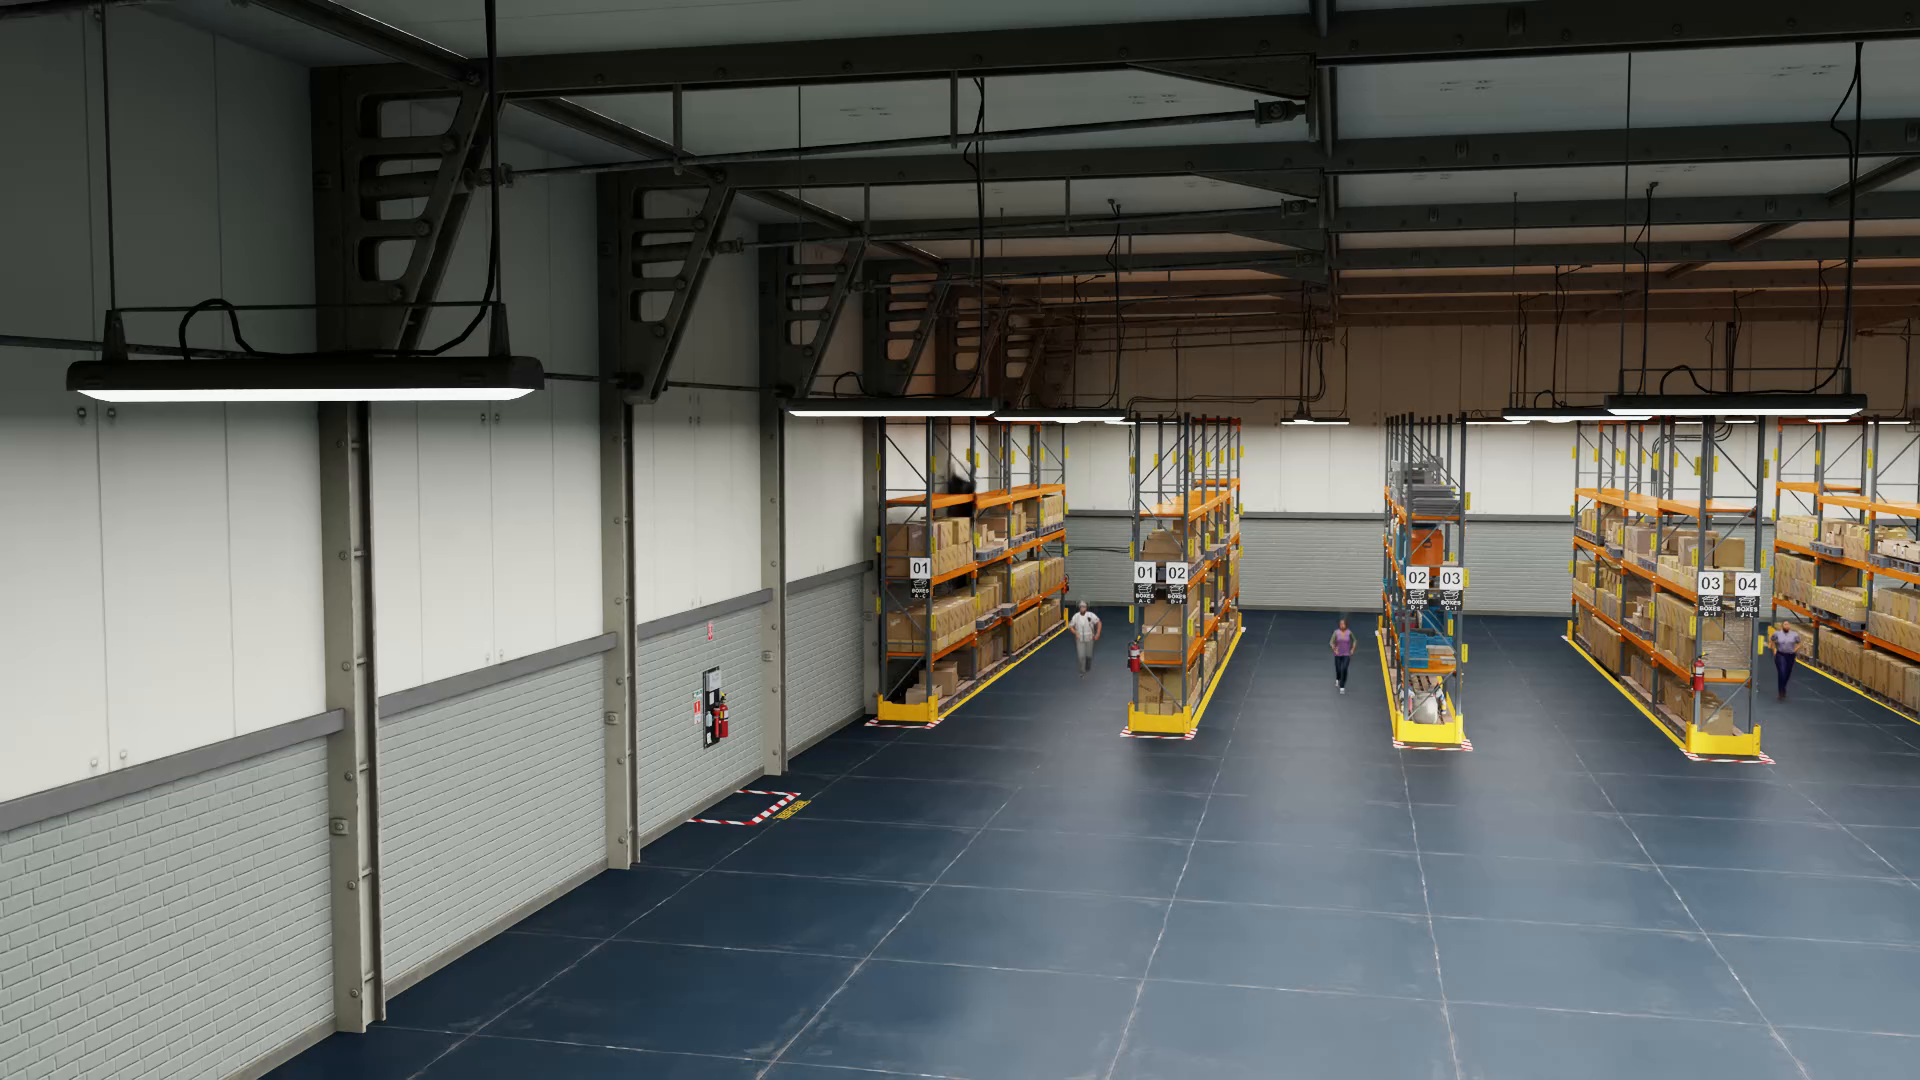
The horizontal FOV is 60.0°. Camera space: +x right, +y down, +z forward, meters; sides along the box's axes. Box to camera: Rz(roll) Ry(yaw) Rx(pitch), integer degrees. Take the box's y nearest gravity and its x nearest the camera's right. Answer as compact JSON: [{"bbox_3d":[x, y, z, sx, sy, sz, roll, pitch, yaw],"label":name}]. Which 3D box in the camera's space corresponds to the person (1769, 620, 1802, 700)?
[{"bbox_3d":[17.501,2.520,35.254,0.601,1.686,0.796,1,4,12],"label":"person"}]

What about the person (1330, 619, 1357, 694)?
[{"bbox_3d":[8.299,2.506,36.031,0.566,1.592,0.634,1,4,13],"label":"person"}]

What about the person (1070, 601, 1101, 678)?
[{"bbox_3d":[2.786,2.219,37.140,0.690,1.744,0.657,1,4,10],"label":"person"}]
